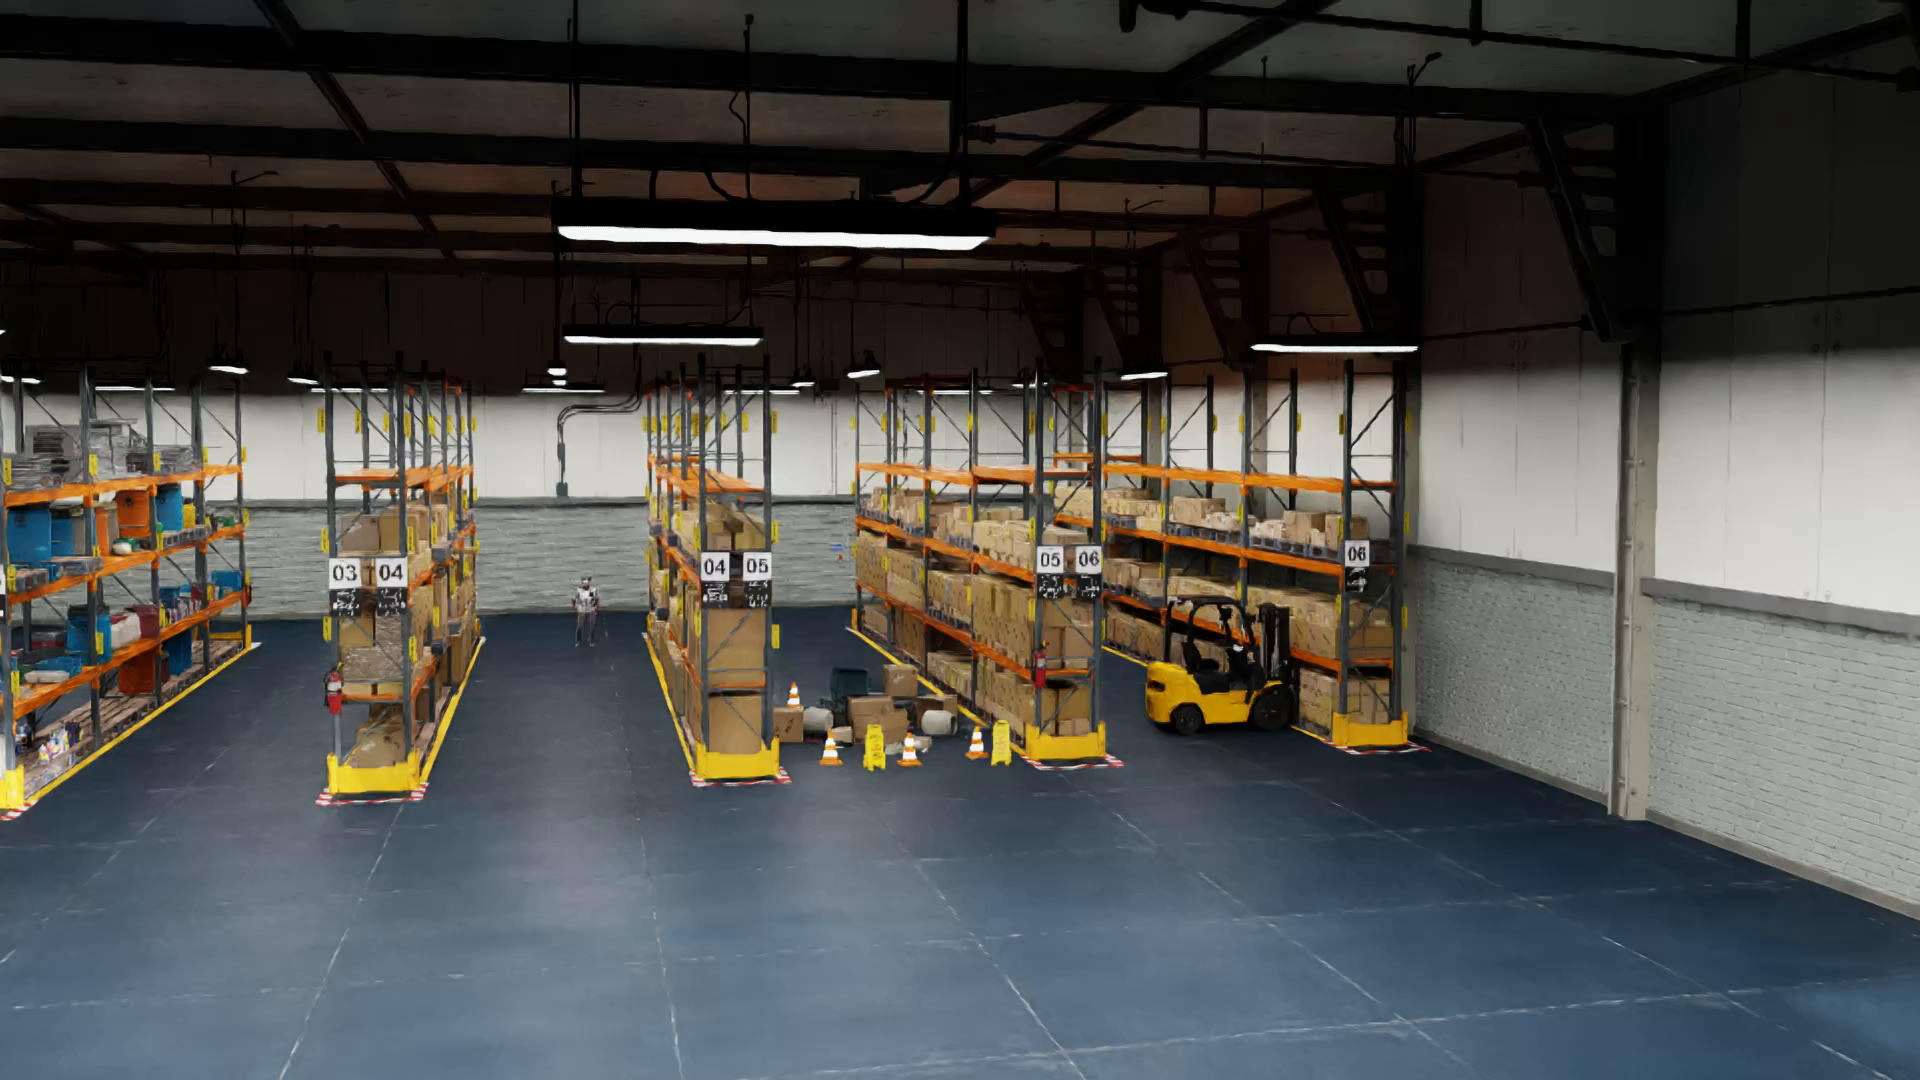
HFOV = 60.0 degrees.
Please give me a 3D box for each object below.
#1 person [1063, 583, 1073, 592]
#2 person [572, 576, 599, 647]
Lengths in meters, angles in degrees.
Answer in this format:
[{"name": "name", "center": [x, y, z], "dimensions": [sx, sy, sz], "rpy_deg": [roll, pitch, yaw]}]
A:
[{"name": "person", "center": [2.620, 1.136, 42.707], "dimensions": [0.442, 1.782, 0.657], "rpy_deg": [-3, 5, -39]}, {"name": "person", "center": [-8.377, 1.606, 37.247], "dimensions": [0.592, 1.629, 0.526], "rpy_deg": [-1, 4, -15]}]
